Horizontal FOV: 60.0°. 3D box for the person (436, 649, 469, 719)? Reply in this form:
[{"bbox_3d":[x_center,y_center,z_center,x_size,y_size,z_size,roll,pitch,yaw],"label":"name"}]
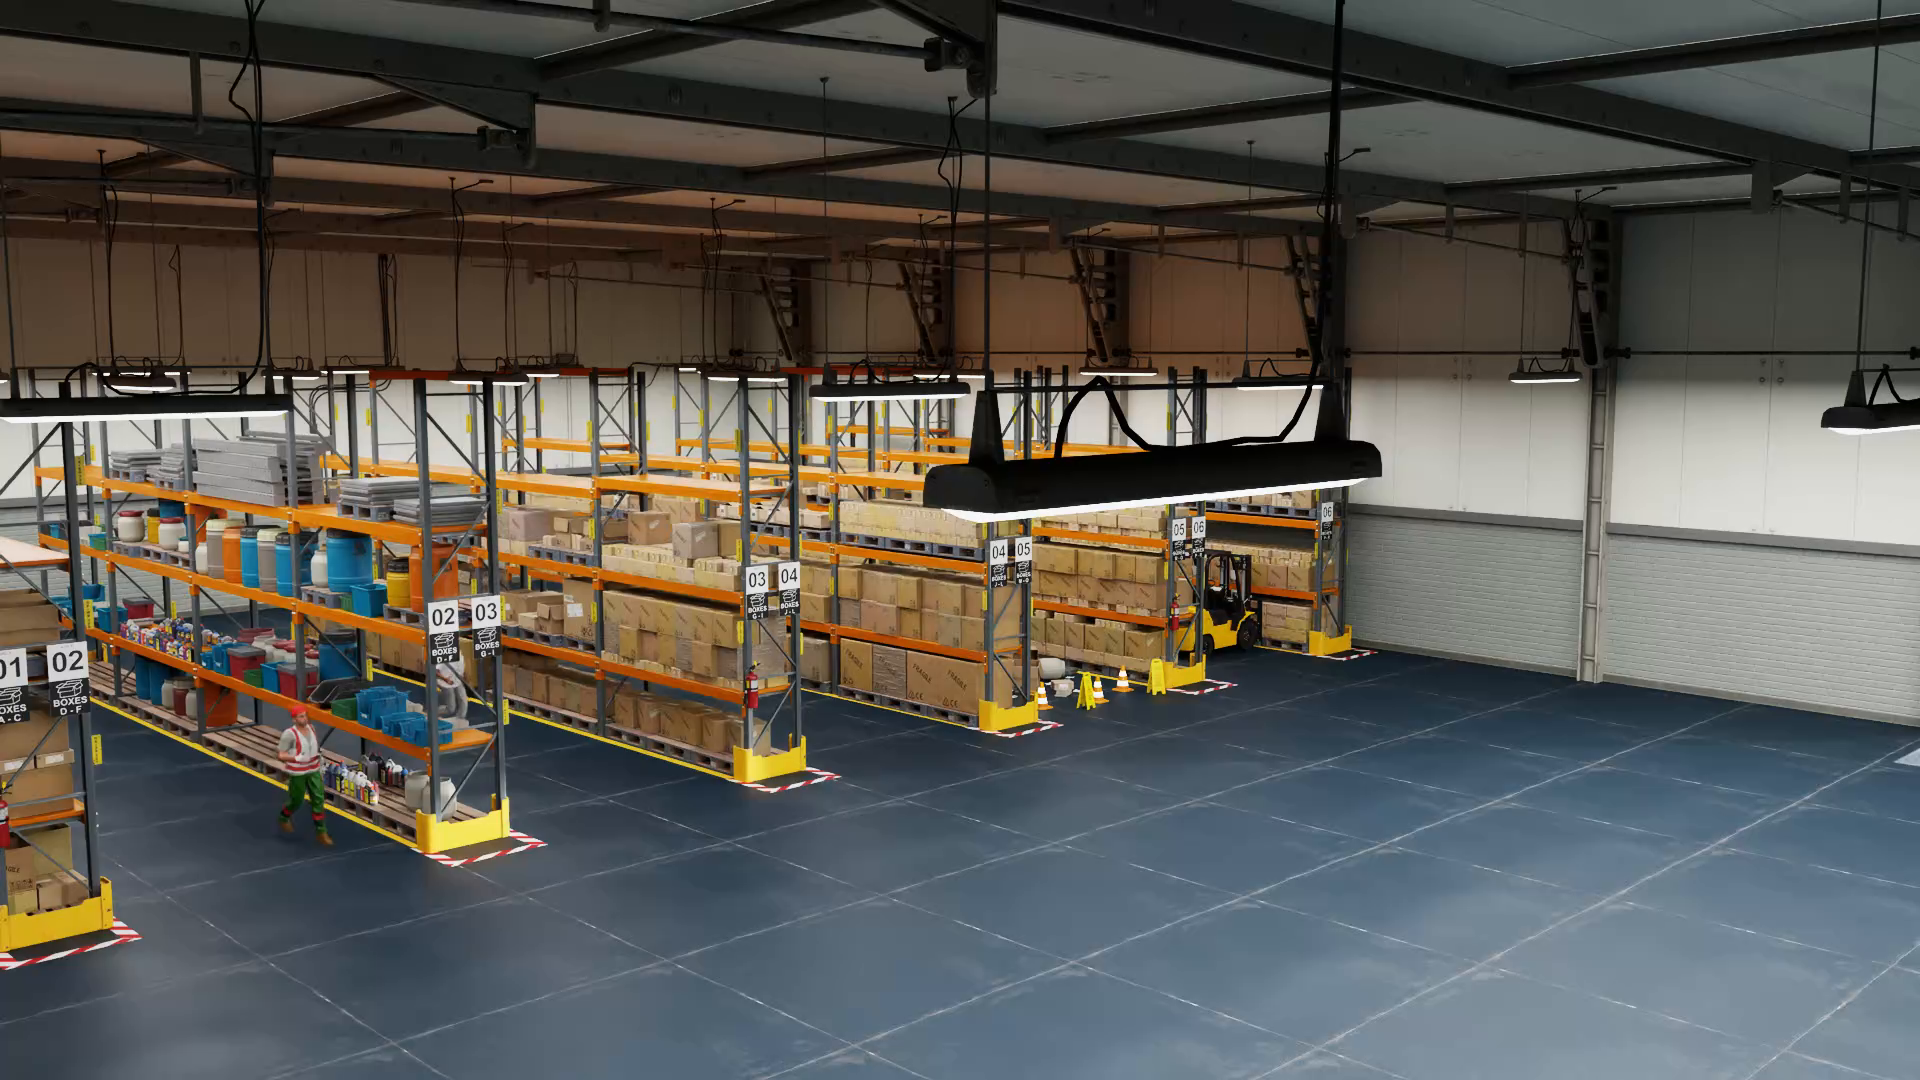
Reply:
[{"bbox_3d":[-8.444,2.381,27.457,0.815,1.739,0.689,3,7,28],"label":"person"}]

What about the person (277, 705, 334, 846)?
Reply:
[{"bbox_3d":[-8.487,3.009,21.454,0.987,1.799,0.653,4,8,34],"label":"person"}]

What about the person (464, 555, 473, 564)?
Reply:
[{"bbox_3d":[-11.881,1.066,39.845,0.688,1.600,0.634,5,8,40],"label":"person"}]
